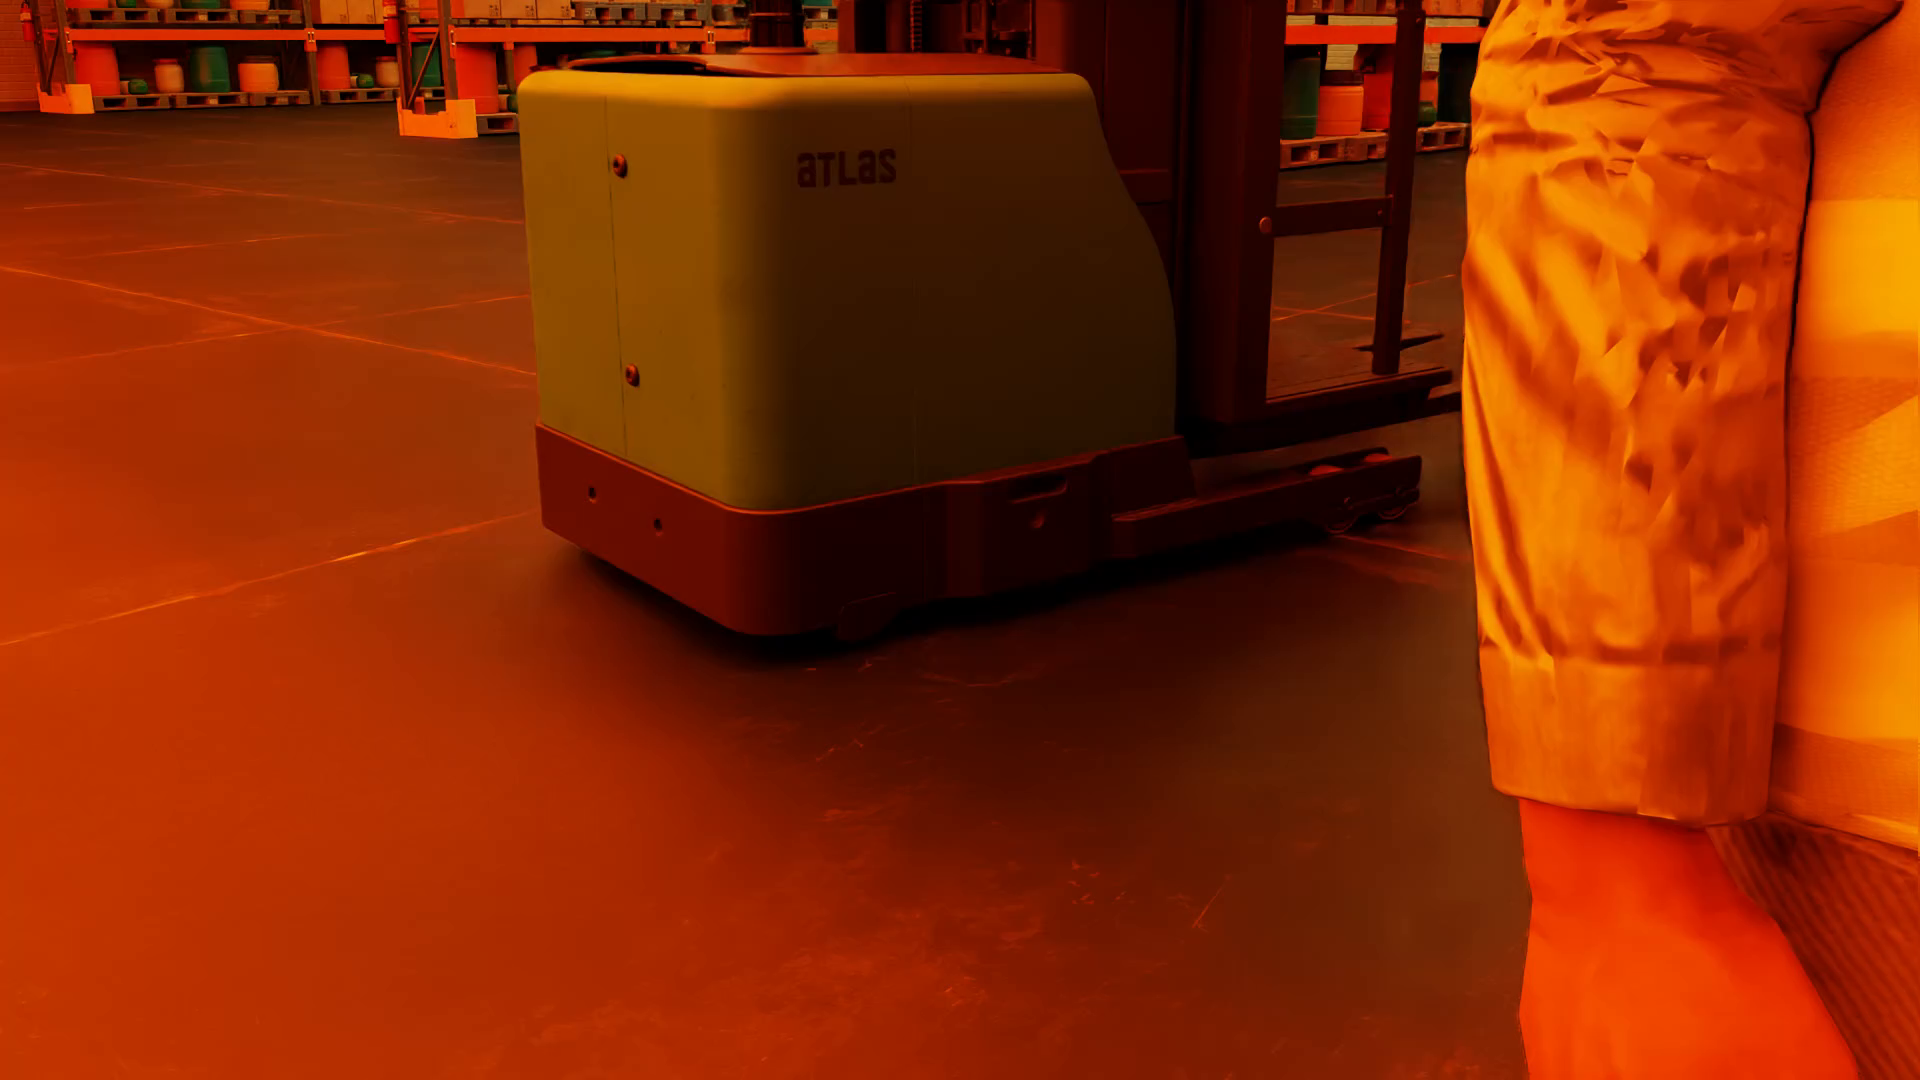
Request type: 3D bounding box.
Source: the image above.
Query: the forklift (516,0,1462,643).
[{"bbox_3d":[0.520,-1.527,3.927,3.031,2.935,1.130,-12,21,-35],"label":"forklift"}]
